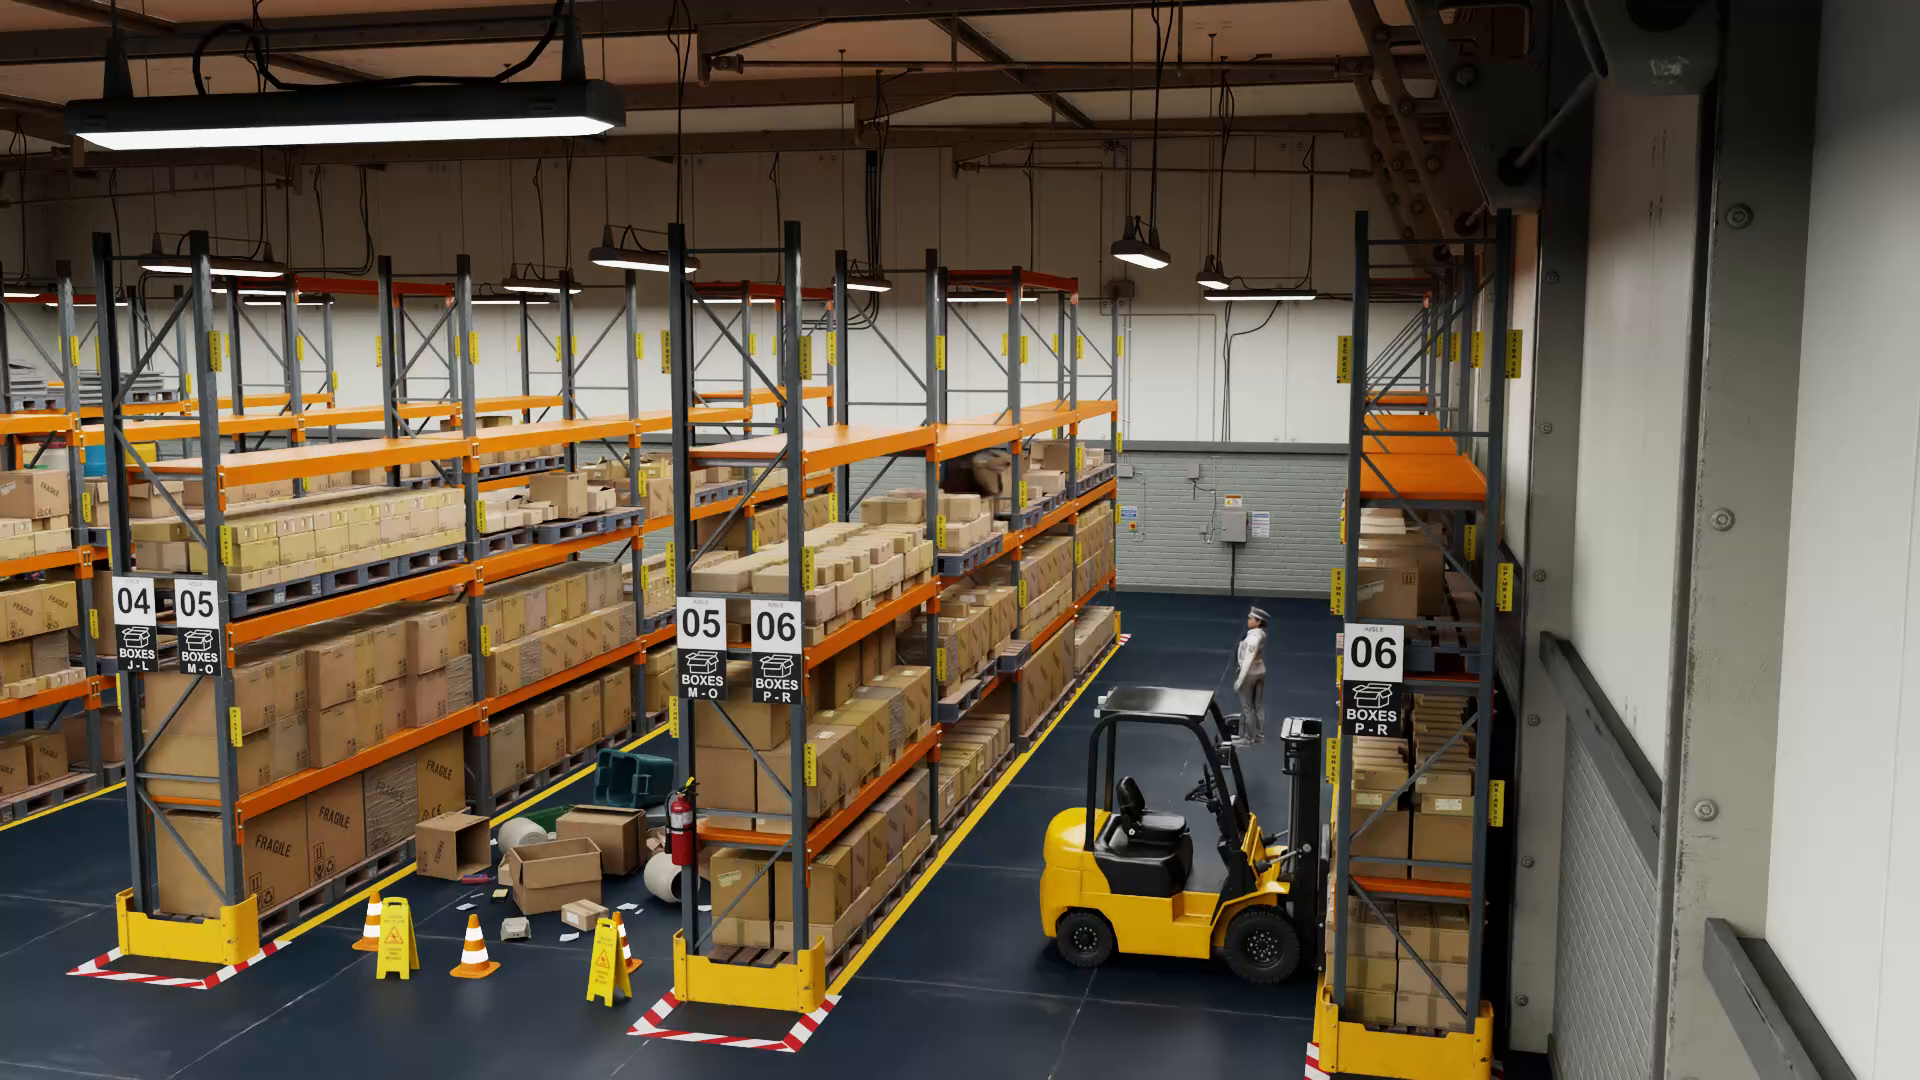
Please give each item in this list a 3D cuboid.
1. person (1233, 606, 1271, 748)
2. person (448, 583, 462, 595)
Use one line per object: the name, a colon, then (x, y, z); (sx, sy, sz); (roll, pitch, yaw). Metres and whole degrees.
person: (3.447, 1.640, 19.769); (0.537, 1.719, 0.405); (-7, 10, -43)
person: (-7.216, 1.427, 23.997); (0.563, 1.688, 0.629); (-2, 7, -15)
